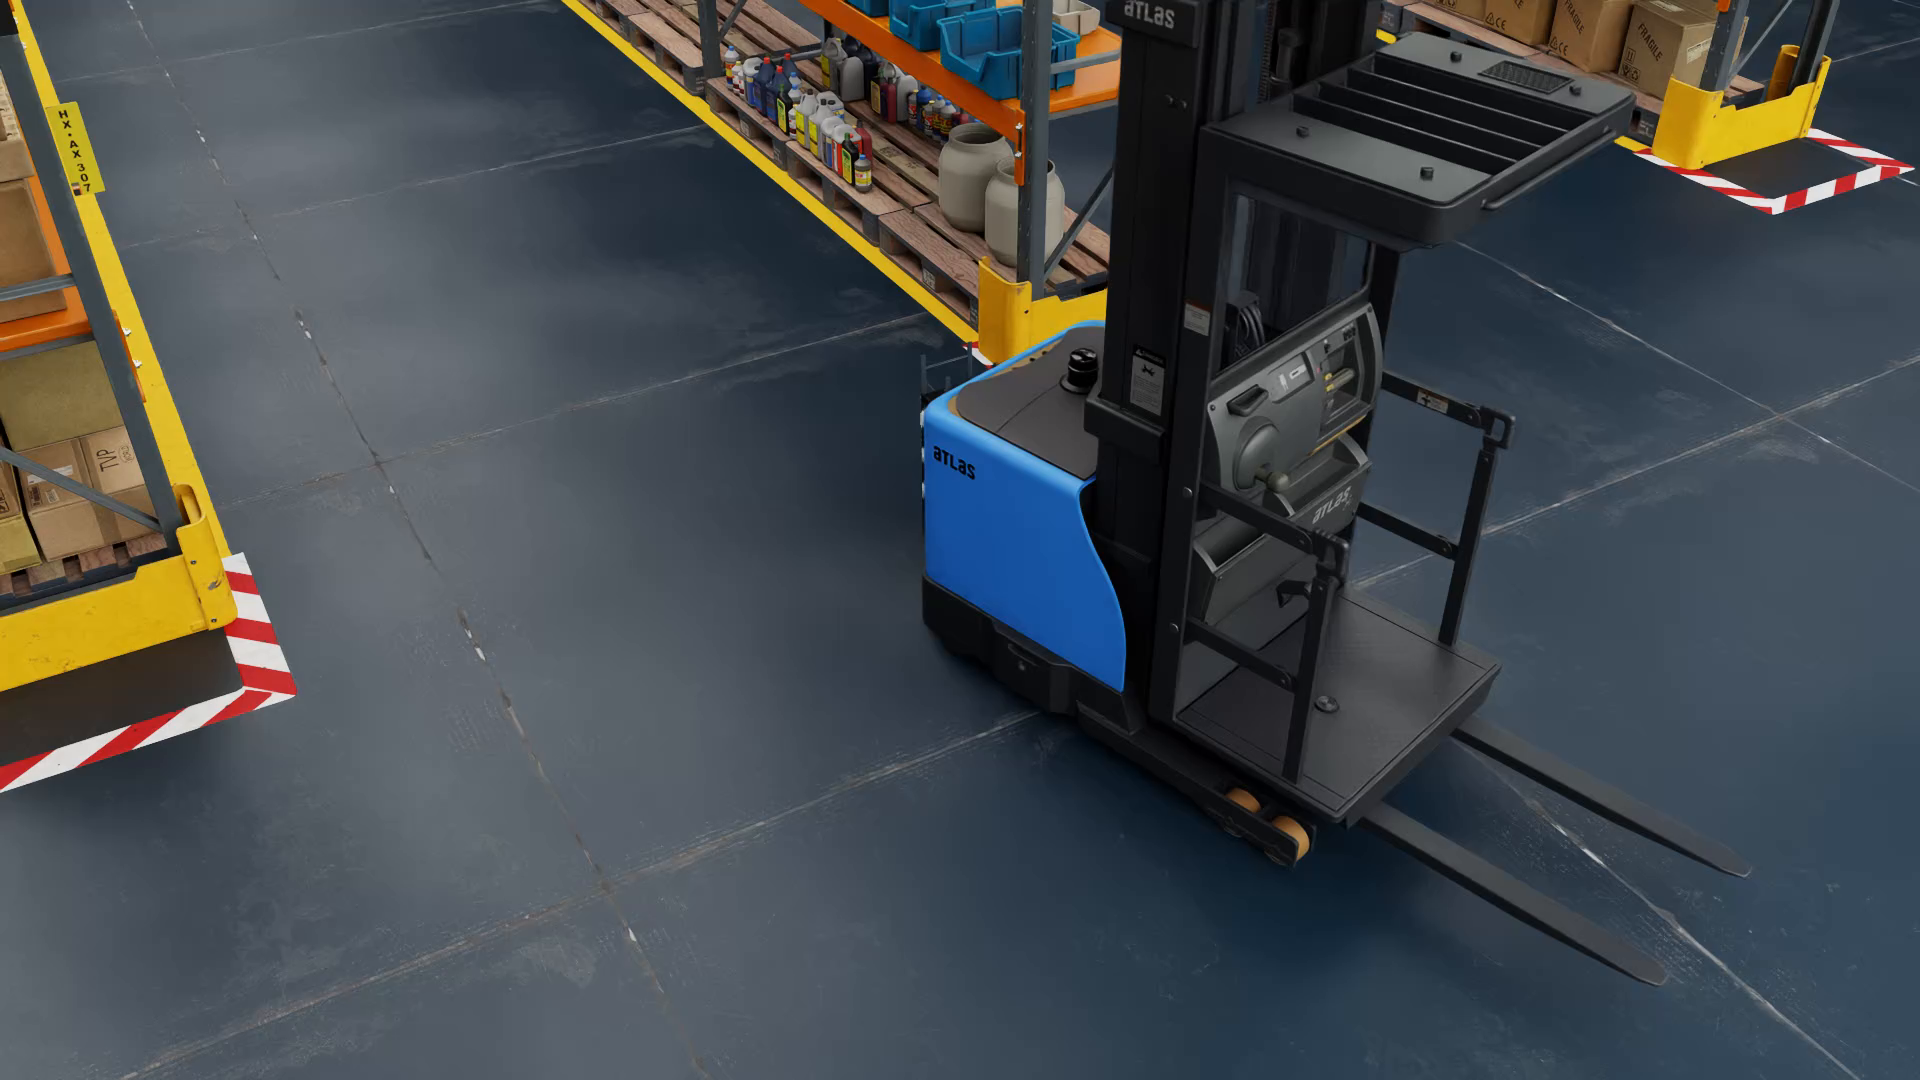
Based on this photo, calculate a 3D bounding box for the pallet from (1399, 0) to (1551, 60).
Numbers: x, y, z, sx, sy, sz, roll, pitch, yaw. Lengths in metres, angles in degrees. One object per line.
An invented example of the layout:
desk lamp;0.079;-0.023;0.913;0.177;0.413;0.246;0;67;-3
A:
pallet;3.999;-3.701;12.138;1.003;0.211;1.213;-19;40;-24

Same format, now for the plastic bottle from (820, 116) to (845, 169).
plastic bottle;-0.733;-2.366;9.882;0.152;0.276;0.135;-20;41;-25

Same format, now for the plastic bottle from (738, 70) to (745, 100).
plastic bottle;-1.385;-2.965;10.766;0.097;0.201;0.097;0;36;0

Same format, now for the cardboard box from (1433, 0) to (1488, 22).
cardboard box;3.855;-4.143;12.142;0.500;0.500;0.500;-23;42;-28

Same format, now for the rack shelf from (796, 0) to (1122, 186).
rack shelf;-0.264;-3.003;9.429;1.077;0.370;4.000;-19;40;-24

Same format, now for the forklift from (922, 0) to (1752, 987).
forklift;1.259;-0.415;5.334;3.031;2.935;1.130;30;45;34

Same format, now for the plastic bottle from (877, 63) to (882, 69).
plastic bottle;-0.481;-2.983;10.721;0.061;0.283;0.133;-16;39;-21

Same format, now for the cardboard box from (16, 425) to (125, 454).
cardboard box;-3.875;-0.461;7.313;0.500;0.250;0.500;-19;40;-24

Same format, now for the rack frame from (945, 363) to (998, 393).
rack frame;0.047;-0.316;6.919;0.240;0.900;0.006;-19;40;-24

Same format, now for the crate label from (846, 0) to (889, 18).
crate label;-0.417;-3.147;8.985;0.502;0.435;0.616;-19;40;-24

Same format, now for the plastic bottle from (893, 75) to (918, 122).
plastic bottle;-0.359;-2.802;10.479;0.152;0.276;0.135;-18;40;-23

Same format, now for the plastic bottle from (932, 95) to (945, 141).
plastic bottle;-0.123;-2.593;10.197;0.097;0.271;0.097;0;36;0

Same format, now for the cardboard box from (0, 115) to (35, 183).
cardboard box;-3.555;-1.374;5.954;0.380;0.149;0.250;-19;40;-24

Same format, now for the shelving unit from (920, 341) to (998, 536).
shelving unit;-0.004;-0.368;6.990;0.258;0.900;0.210;-19;40;-24

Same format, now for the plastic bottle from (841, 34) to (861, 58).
plastic bottle;-0.696;-3.179;10.932;0.144;0.351;0.185;-20;41;-25

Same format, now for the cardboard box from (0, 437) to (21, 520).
cardboard box;-4.070;-0.355;6.533;0.500;0.500;0.500;-19;40;-24

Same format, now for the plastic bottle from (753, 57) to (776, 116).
plastic bottle;-1.222;-2.887;10.533;0.144;0.351;0.185;-18;40;-23

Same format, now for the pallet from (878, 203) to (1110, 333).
pallet;0.259;-1.589;9.246;1.003;0.211;1.213;-19;40;-24

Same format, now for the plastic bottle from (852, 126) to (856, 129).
plastic bottle;-0.635;-2.382;9.968;0.097;0.201;0.097;0;36;0

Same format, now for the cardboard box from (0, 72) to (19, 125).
cardboard box;-3.814;-1.636;6.312;0.380;0.149;0.250;-19;40;-24

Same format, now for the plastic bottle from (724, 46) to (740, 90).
plastic bottle;-1.487;-3.097;10.888;0.097;0.271;0.097;0;36;0

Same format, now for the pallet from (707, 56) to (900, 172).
pallet;-0.967;-2.833;10.950;1.003;0.211;1.213;-19;40;-24

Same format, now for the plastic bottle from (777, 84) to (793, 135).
plastic bottle;-1.080;-2.667;10.289;0.061;0.283;0.133;-17;39;-22

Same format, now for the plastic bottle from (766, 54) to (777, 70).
plastic bottle;-1.210;-2.977;10.713;0.061;0.283;0.133;-19;40;-24

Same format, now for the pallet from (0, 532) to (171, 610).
pallet;-3.964;-0.060;7.153;1.003;0.211;1.213;-19;40;-24

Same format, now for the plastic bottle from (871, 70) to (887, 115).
plastic bottle;-0.513;-2.845;10.533;0.061;0.283;0.133;-19;40;-24

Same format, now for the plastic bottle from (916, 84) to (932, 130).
plastic bottle;-0.225;-2.696;10.338;0.097;0.271;0.097;0;36;0

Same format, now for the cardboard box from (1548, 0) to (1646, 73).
cardboard box;4.394;-3.520;11.289;0.500;0.500;0.500;-9;37;-12

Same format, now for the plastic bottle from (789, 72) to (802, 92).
plastic bottle;-1.045;-2.817;10.504;0.097;0.271;0.097;0;36;0

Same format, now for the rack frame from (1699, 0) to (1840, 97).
rack frame;5.024;-3.742;9.830;1.000;3.000;0.127;-19;40;-24

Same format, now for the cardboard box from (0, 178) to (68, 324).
cardboard box;-3.767;-1.090;6.115;0.700;0.500;0.500;-19;40;-24

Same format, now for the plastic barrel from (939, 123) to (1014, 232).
plastic barrel;0.093;-2.007;9.209;0.421;0.512;0.421;0;36;0

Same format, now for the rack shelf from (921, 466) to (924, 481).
rack shelf;-0.004;-0.268;7.063;0.258;0.077;0.200;-19;40;-24

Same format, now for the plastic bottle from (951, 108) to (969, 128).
plastic bottle;0.002;-2.492;10.049;0.061;0.283;0.133;-18;40;-23

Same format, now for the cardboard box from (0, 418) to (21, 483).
cardboard box;-4.330;-0.305;7.099;0.500;0.250;0.500;-19;40;-24

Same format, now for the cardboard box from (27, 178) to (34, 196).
cardboard box;-4.280;-1.612;6.829;0.700;0.500;0.500;-19;40;-24

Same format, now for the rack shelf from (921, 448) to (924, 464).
rack shelf;-0.004;-0.341;7.010;0.258;0.077;0.200;-19;40;-24

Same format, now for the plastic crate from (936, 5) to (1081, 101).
plastic crate;0.231;-2.380;8.092;0.499;0.251;0.616;-19;40;-24

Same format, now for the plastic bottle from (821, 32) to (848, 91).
plastic bottle;-0.820;-3.136;10.873;0.144;0.351;0.185;-19;40;-24

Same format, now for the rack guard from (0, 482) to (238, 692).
rack guard;-3.532;0.214;6.534;1.175;0.500;0.348;-19;40;-24

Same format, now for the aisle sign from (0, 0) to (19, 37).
aisle sign;-3.246;-1.915;5.125;0.394;0.787;0.004;-19;40;-24

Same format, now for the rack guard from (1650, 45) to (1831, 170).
rack guard;4.985;-2.771;10.620;1.175;0.500;0.348;-19;40;-24

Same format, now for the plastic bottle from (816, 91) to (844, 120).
plastic bottle;-0.798;-2.601;10.204;0.152;0.276;0.135;-19;40;-24

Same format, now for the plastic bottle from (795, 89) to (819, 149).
plastic bottle;-0.913;-2.574;10.104;0.144;0.351;0.185;-19;40;-24

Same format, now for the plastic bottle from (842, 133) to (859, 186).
plastic bottle;-0.635;-2.216;9.670;0.061;0.283;0.133;-18;40;-23

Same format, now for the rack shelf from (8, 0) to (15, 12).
rack shelf;-4.548;-2.749;6.537;1.077;0.370;4.000;-19;40;-24

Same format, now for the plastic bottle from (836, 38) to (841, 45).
plastic bottle;-0.817;-3.269;11.182;0.097;0.201;0.097;0;36;0

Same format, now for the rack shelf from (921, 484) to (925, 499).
rack shelf;-0.004;-0.195;7.116;0.258;0.077;0.200;-19;40;-24

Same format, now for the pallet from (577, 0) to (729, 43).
pallet;-2.314;-4.200;12.821;1.003;0.211;1.213;-19;40;-24

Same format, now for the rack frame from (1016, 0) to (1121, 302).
rack frame;0.741;-2.274;7.820;1.000;3.000;0.127;-19;40;-24
